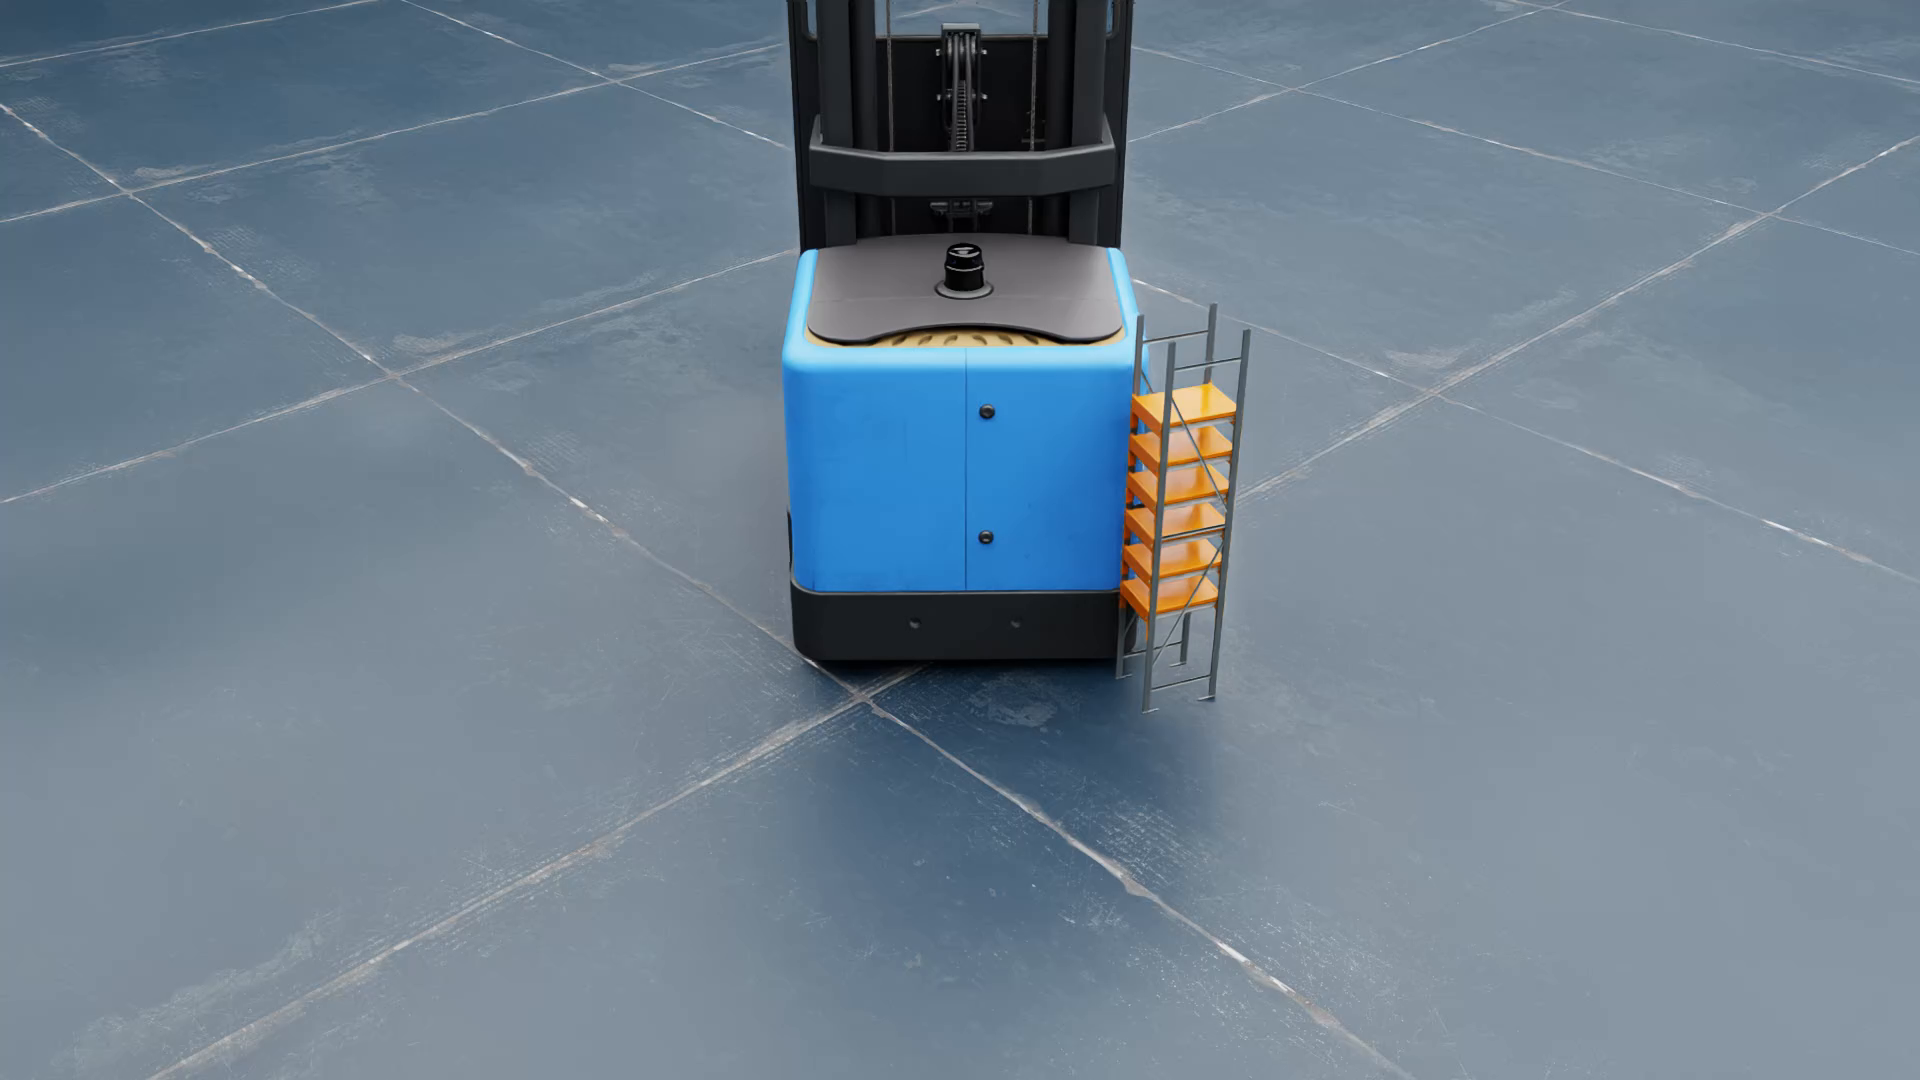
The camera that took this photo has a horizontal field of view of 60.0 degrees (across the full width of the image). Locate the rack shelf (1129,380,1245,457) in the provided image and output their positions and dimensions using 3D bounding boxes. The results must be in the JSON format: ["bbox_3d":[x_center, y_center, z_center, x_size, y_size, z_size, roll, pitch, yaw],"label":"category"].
[{"bbox_3d":[0.617,-0.333,4.540,0.258,0.103,0.180,-11,33,-18],"label":"rack shelf"}]

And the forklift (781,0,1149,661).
[{"bbox_3d":[-0.002,-1.617,5.585,1.130,2.935,3.031,0,31,-1],"label":"forklift"}]

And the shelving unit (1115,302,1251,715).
[{"bbox_3d":[0.617,-0.064,4.704,0.258,1.200,0.189,-11,33,-18],"label":"shelving unit"}]

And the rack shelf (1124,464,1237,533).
[{"bbox_3d":[0.617,-0.128,4.665,0.258,0.103,0.180,-11,33,-18],"label":"rack shelf"}]

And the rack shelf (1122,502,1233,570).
[{"bbox_3d":[0.617,-0.026,4.728,0.258,0.103,0.180,-11,33,-18],"label":"rack shelf"}]

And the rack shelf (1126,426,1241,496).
[{"bbox_3d":[0.617,-0.231,4.602,0.258,0.103,0.180,-11,33,-18],"label":"rack shelf"}]

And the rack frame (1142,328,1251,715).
[{"bbox_3d":[0.650,-0.019,4.632,0.240,1.200,0.006,-11,33,-18],"label":"rack frame"}]

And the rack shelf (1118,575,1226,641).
[{"bbox_3d":[0.617,0.179,4.853,0.258,0.103,0.180,-11,33,-18],"label":"rack shelf"}]

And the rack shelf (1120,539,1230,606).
[{"bbox_3d":[0.617,0.076,4.790,0.258,0.103,0.180,-11,33,-18],"label":"rack shelf"}]

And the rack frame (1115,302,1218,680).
[{"bbox_3d":[0.584,-0.108,4.777,0.240,1.200,0.006,-11,33,-18],"label":"rack frame"}]
